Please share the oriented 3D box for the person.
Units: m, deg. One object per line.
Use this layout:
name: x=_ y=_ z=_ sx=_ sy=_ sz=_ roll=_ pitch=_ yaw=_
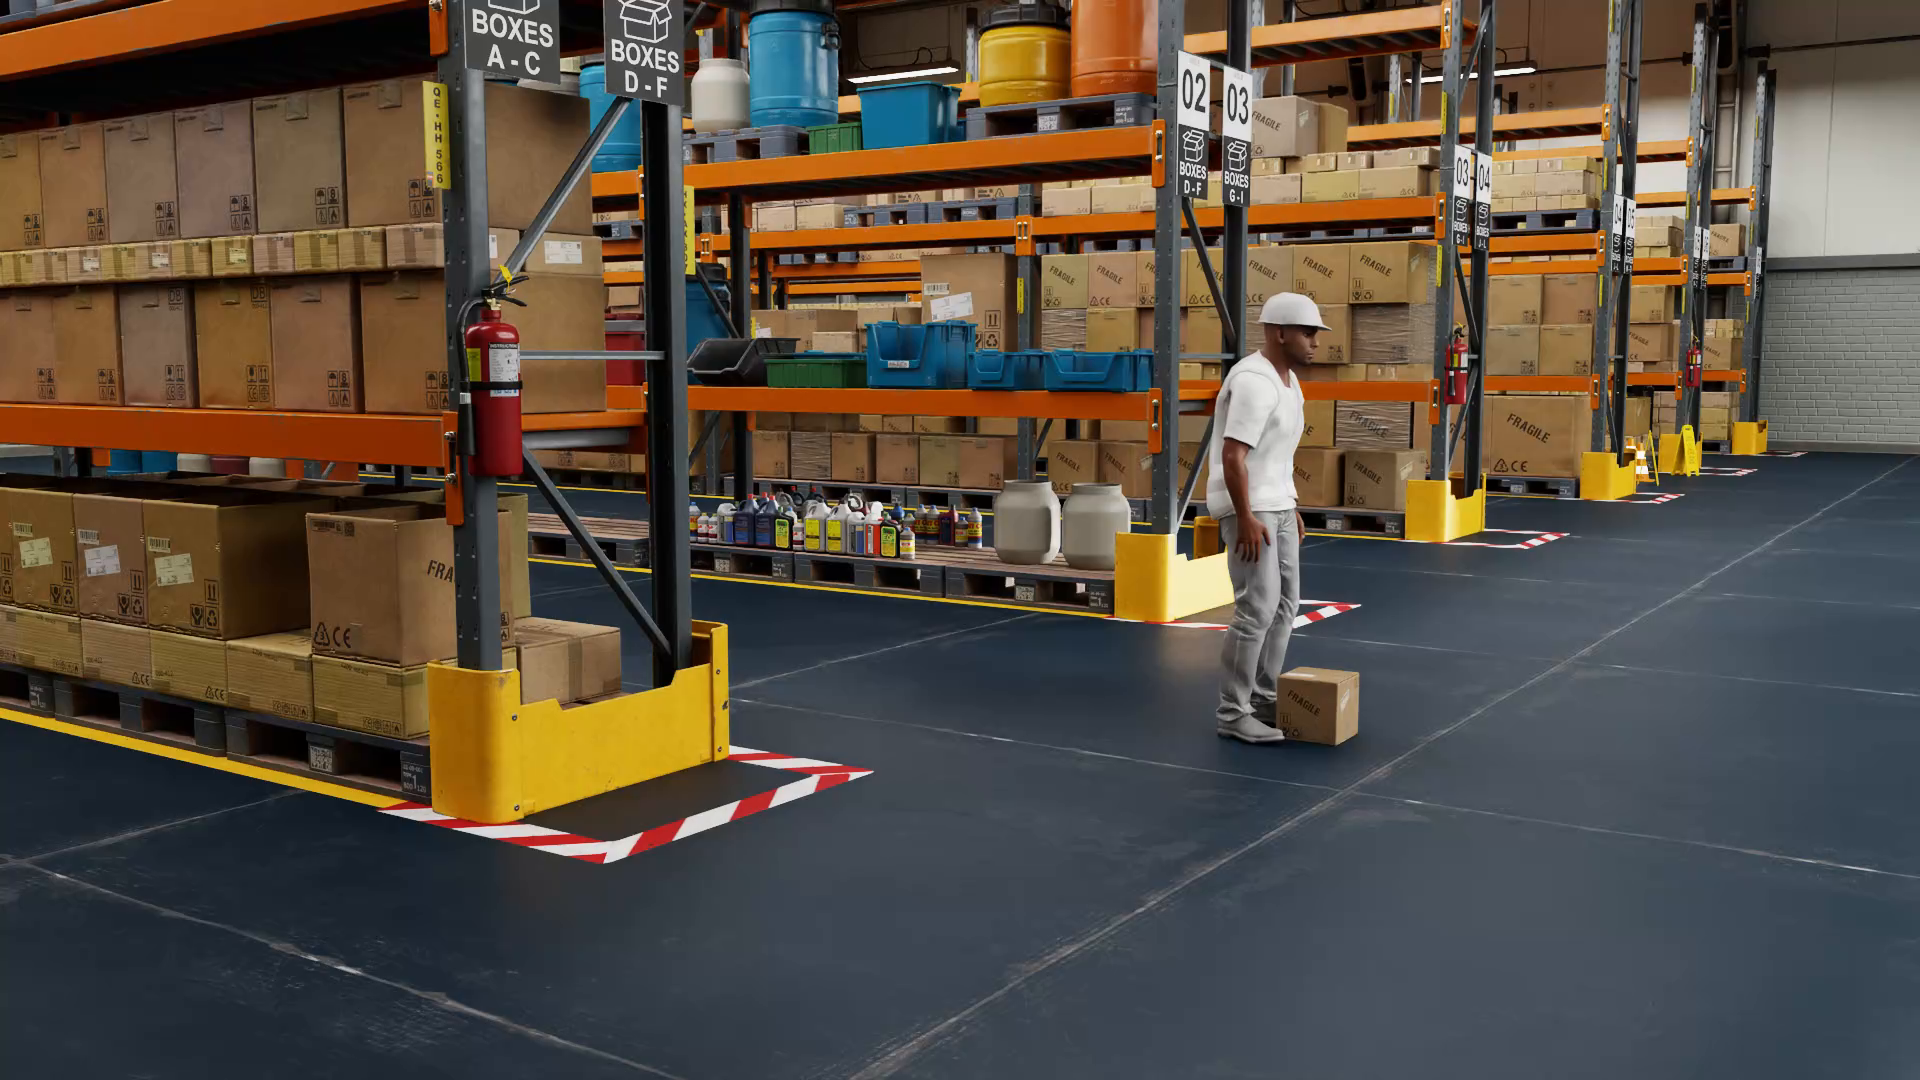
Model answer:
person: x=1.234 y=-0.104 z=6.658 sx=0.462 sy=1.759 sz=0.633 roll=4 pitch=7 yaw=30
